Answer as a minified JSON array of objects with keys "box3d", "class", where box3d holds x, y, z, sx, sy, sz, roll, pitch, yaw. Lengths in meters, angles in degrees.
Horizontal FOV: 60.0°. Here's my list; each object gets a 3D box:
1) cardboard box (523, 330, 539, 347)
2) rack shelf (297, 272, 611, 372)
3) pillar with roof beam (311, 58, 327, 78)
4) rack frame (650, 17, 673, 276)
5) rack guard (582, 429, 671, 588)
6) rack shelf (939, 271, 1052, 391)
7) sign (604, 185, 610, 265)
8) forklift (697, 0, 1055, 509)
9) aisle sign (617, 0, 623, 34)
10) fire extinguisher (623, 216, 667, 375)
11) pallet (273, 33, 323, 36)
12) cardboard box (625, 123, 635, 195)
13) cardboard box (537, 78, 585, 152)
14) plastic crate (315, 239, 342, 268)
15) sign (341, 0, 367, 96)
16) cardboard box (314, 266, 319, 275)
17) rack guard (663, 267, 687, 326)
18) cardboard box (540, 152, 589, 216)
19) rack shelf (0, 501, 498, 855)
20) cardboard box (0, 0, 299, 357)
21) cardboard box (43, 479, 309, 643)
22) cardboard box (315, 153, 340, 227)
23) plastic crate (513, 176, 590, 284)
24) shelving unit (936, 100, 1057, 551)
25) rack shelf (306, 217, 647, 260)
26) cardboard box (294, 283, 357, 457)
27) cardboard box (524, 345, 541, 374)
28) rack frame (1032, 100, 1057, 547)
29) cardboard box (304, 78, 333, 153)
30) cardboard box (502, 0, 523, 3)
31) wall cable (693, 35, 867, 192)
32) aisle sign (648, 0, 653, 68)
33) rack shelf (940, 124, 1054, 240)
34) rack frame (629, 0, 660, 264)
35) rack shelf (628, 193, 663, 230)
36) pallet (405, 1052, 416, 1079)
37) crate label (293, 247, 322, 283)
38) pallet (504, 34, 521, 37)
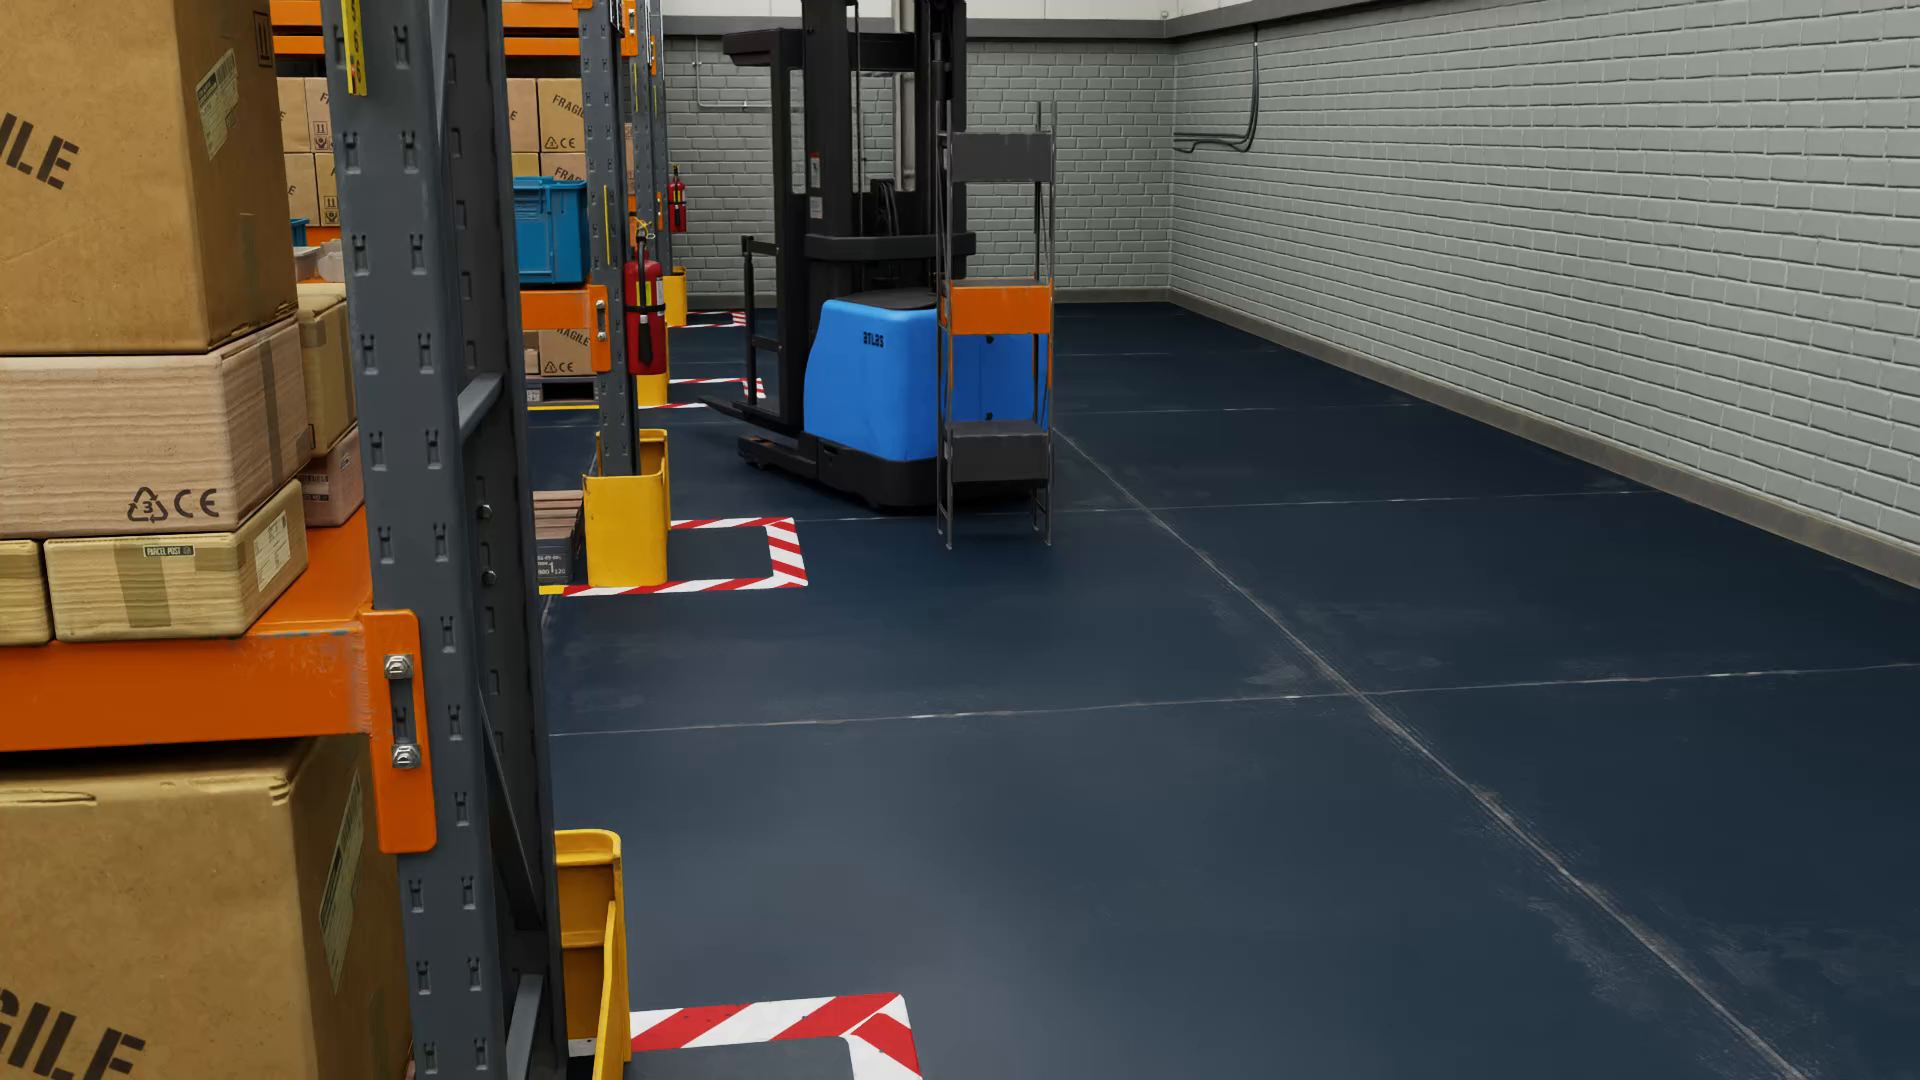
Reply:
[{"box3d":[-3.396,-1.484,12.722,0.500,0.250,0.500,-2,14,-8],"class":"cardboard box"},{"box3d":[-3.565,-0.961,7.367,4.000,0.370,1.077,-2,14,-8],"class":"rack shelf"},{"box3d":[-5.814,-5.729,12.565,0.400,9.000,9.100,-2,14,-8],"class":"pillar with roof beam"},{"box3d":[-3.064,-3.766,17.071,0.127,3.000,1.000,-2,14,-8],"class":"rack frame"},{"box3d":[-1.566,-0.174,7.889,0.348,0.500,1.175,-2,14,-8],"class":"rack guard"},{"box3d":[0.164,-1.011,7.994,0.480,0.518,0.431,-2,14,-8],"class":"rack shelf"},{"box3d":[-1.490,-1.330,7.024,0.005,0.325,0.100,-2,14,-8],"class":"sign"},{"box3d":[-0.684,-1.893,9.745,1.130,2.935,3.031,-9,16,-31],"class":"forklift"},{"box3d":[-1.561,-2.718,7.548,0.004,0.787,0.394,-2,14,-8],"class":"aisle sign"},{"box3d":[-1.371,-1.060,7.209,0.183,0.674,0.296,-2,14,-8],"class":"fire extinguisher"},{"box3d":[-6.208,-5.060,16.247,1.213,0.211,1.003,-2,14,-8],"class":"pallet"},{"box3d":[-3.567,-3.890,16.951,0.700,0.700,0.980,-1,14,-6],"class":"cardboard box"},{"box3d":[-2.721,-3.025,11.858,0.500,0.500,0.500,-2,14,-9],"class":"cardboard box"},{"box3d":[-2.881,-1.338,7.809,0.298,0.136,0.250,-2,14,-8],"class":"plastic crate"},{"box3d":[-0.783,-0.737,2.126,0.005,0.325,0.100,-2,14,-8],"class":"sign"},{"box3d":[-6.264,-2.614,16.756,0.500,0.500,0.700,-2,14,-8],"class":"cardboard box"},{"box3d":[-3.040,-2.554,17.378,0.348,0.500,1.175,-2,14,-8],"class":"rack guard"},{"box3d":[-2.724,-2.541,11.982,0.500,0.500,0.500,-2,14,-7],"class":"cardboard box"},{"box3d":[-2.828,0.230,2.617,4.000,0.370,1.077,-2,14,-8],"class":"rack shelf"},{"box3d":[-1.293,-0.546,2.386,0.500,0.500,0.500,-2,14,-8],"class":"cardboard box"},{"box3d":[-1.153,0.023,2.481,0.250,0.149,0.380,-2,14,-7],"class":"cardboard box"},{"box3d":[-4.229,-2.486,11.764,0.500,0.500,0.500,-2,14,-9],"class":"cardboard box"},{"box3d":[-1.891,-1.372,7.330,0.499,0.435,0.616,-2,14,-8],"class":"plastic crate"},{"box3d":[0.164,-1.024,7.990,0.503,2.100,0.431,-2,14,-8],"class":"shelving unit"},{"box3d":[-4.300,-2.153,12.119,4.000,0.370,1.077,-2,14,-8],"class":"rack shelf"},{"box3d":[-1.365,-0.310,2.990,0.500,0.250,0.500,-2,14,-10],"class":"cardboard box"},{"box3d":[-3.237,-1.341,12.324,0.250,0.166,0.380,-2,14,-8],"class":"cardboard box"},{"box3d":[0.405,-1.033,8.026,0.015,2.100,0.400,-2,14,-8],"class":"rack frame"},{"box3d":[-4.240,-2.968,11.631,0.500,0.500,0.500,-2,14,-7],"class":"cardboard box"},{"box3d":[-3.287,-3.859,11.585,0.500,0.250,0.500,-2,14,-8],"class":"cardboard box"},{"box3d":[-1.938,-4.532,18.040,1.851,1.984,0.084,-2,14,-8],"class":"wall cable"},{"box3d":[-2.298,-3.908,12.295,0.004,0.787,0.394,-2,14,-8],"class":"aisle sign"},{"box3d":[0.164,-1.690,7.823,0.480,0.518,0.431,-2,14,-8],"class":"rack shelf"},{"box3d":[-2.322,-2.574,12.320,0.127,3.000,1.000,-2,14,-8],"class":"rack frame"},{"box3d":[-5.041,-3.344,16.869,4.000,0.370,1.077,-2,14,-8],"class":"rack shelf"},{"box3d":[-1.629,1.209,2.967,1.213,0.211,1.003,-2,14,-8],"class":"pallet"},{"box3d":[-2.928,-1.188,7.210,0.243,0.136,0.396,-2,14,-8],"class":"crate label"},{"box3d":[-5.005,-5.103,16.420,1.213,0.211,1.003,-2,14,-8],"class":"pallet"}]
